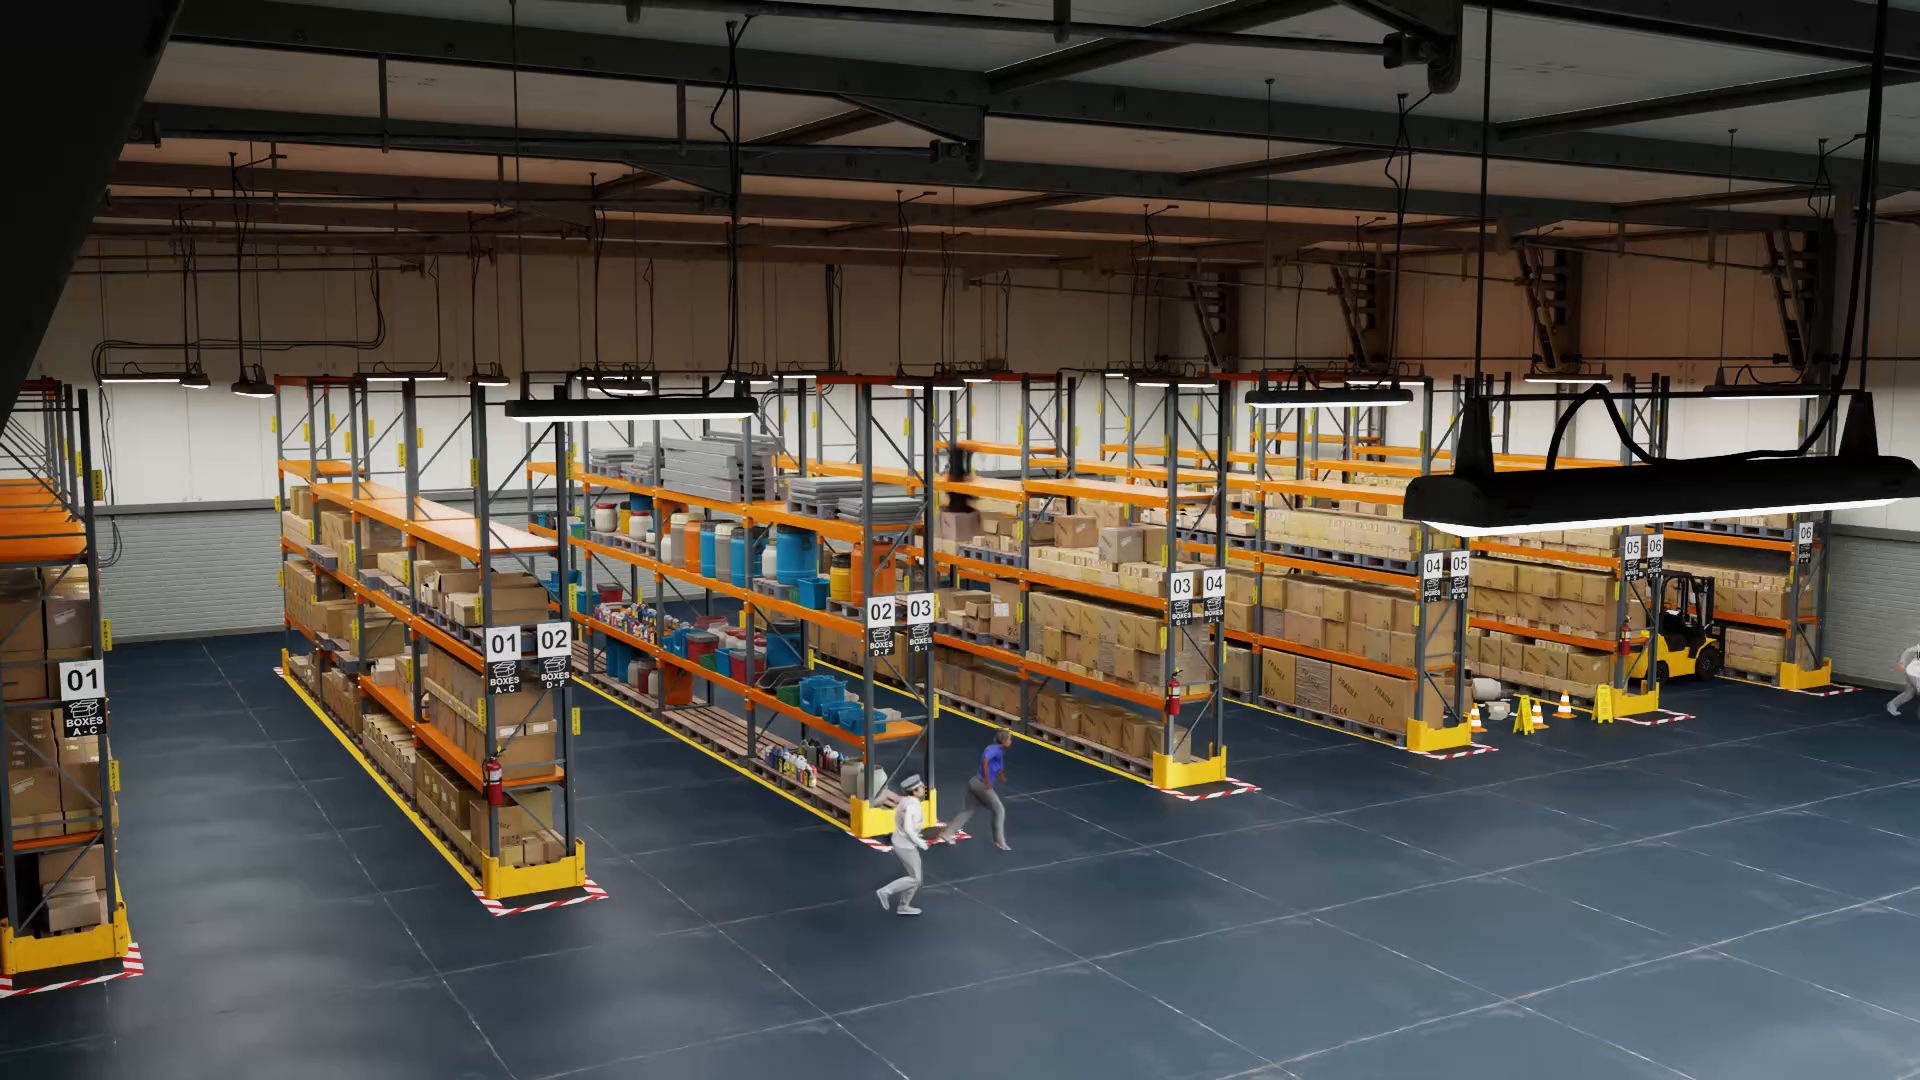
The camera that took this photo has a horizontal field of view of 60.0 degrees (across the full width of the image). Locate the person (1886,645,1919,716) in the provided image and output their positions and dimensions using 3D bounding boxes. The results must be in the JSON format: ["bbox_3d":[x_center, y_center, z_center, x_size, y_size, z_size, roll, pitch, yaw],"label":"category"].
[{"bbox_3d":[16.669,2.353,28.878,0.636,1.573,1.120,-2,6,-16],"label":"person"}]

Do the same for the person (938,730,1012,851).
[{"bbox_3d":[0.204,3.248,21.310,0.954,1.619,0.620,-1,6,-9],"label":"person"}]

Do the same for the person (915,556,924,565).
[{"bbox_3d":[-0.995,0.945,41.761,0.575,1.674,0.614,6,9,44],"label":"person"}]

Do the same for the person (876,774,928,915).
[{"bbox_3d":[-0.668,3.470,18.881,0.589,1.629,0.615,-1,6,-10],"label":"person"}]
